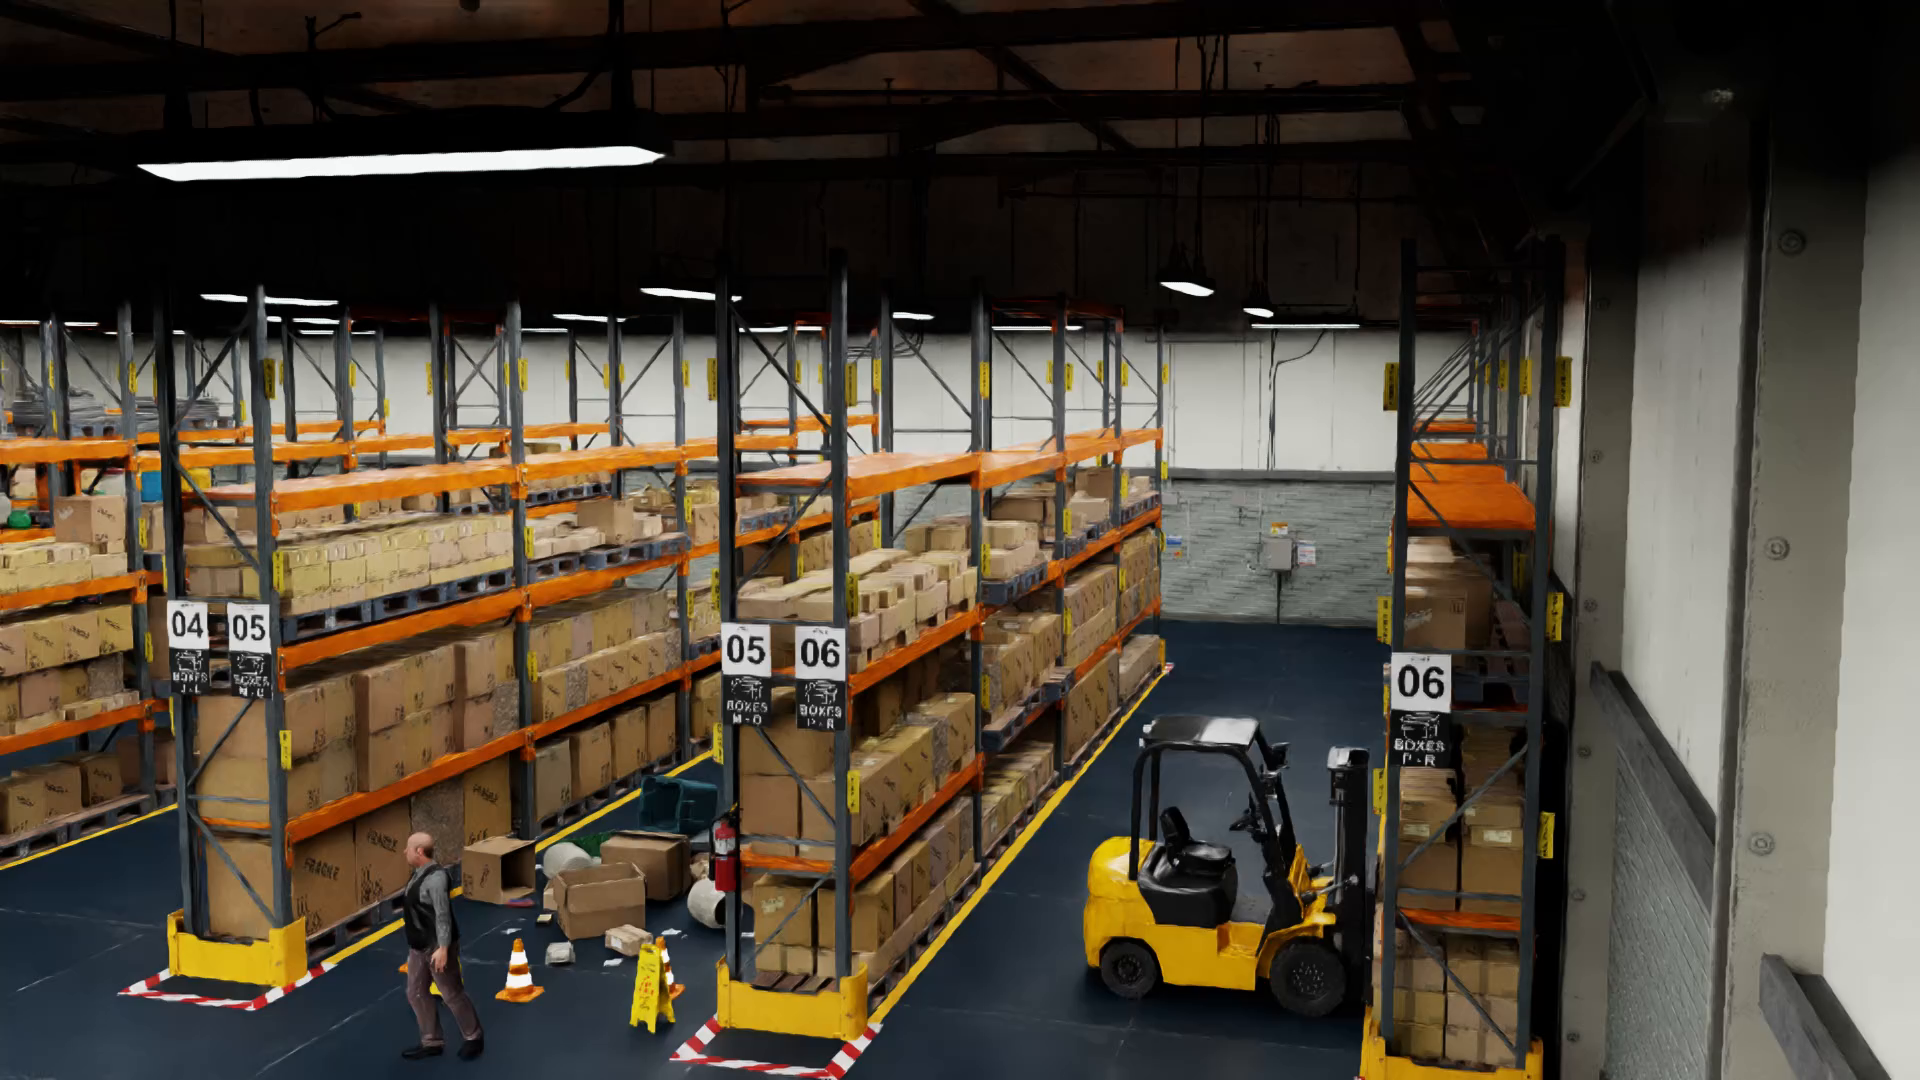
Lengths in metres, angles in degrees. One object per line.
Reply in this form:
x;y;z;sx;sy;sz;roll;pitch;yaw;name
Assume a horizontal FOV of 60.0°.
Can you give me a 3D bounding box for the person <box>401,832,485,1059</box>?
-3.889;3.015;12.428;0.568;1.703;0.560;-4;7;-36;person
